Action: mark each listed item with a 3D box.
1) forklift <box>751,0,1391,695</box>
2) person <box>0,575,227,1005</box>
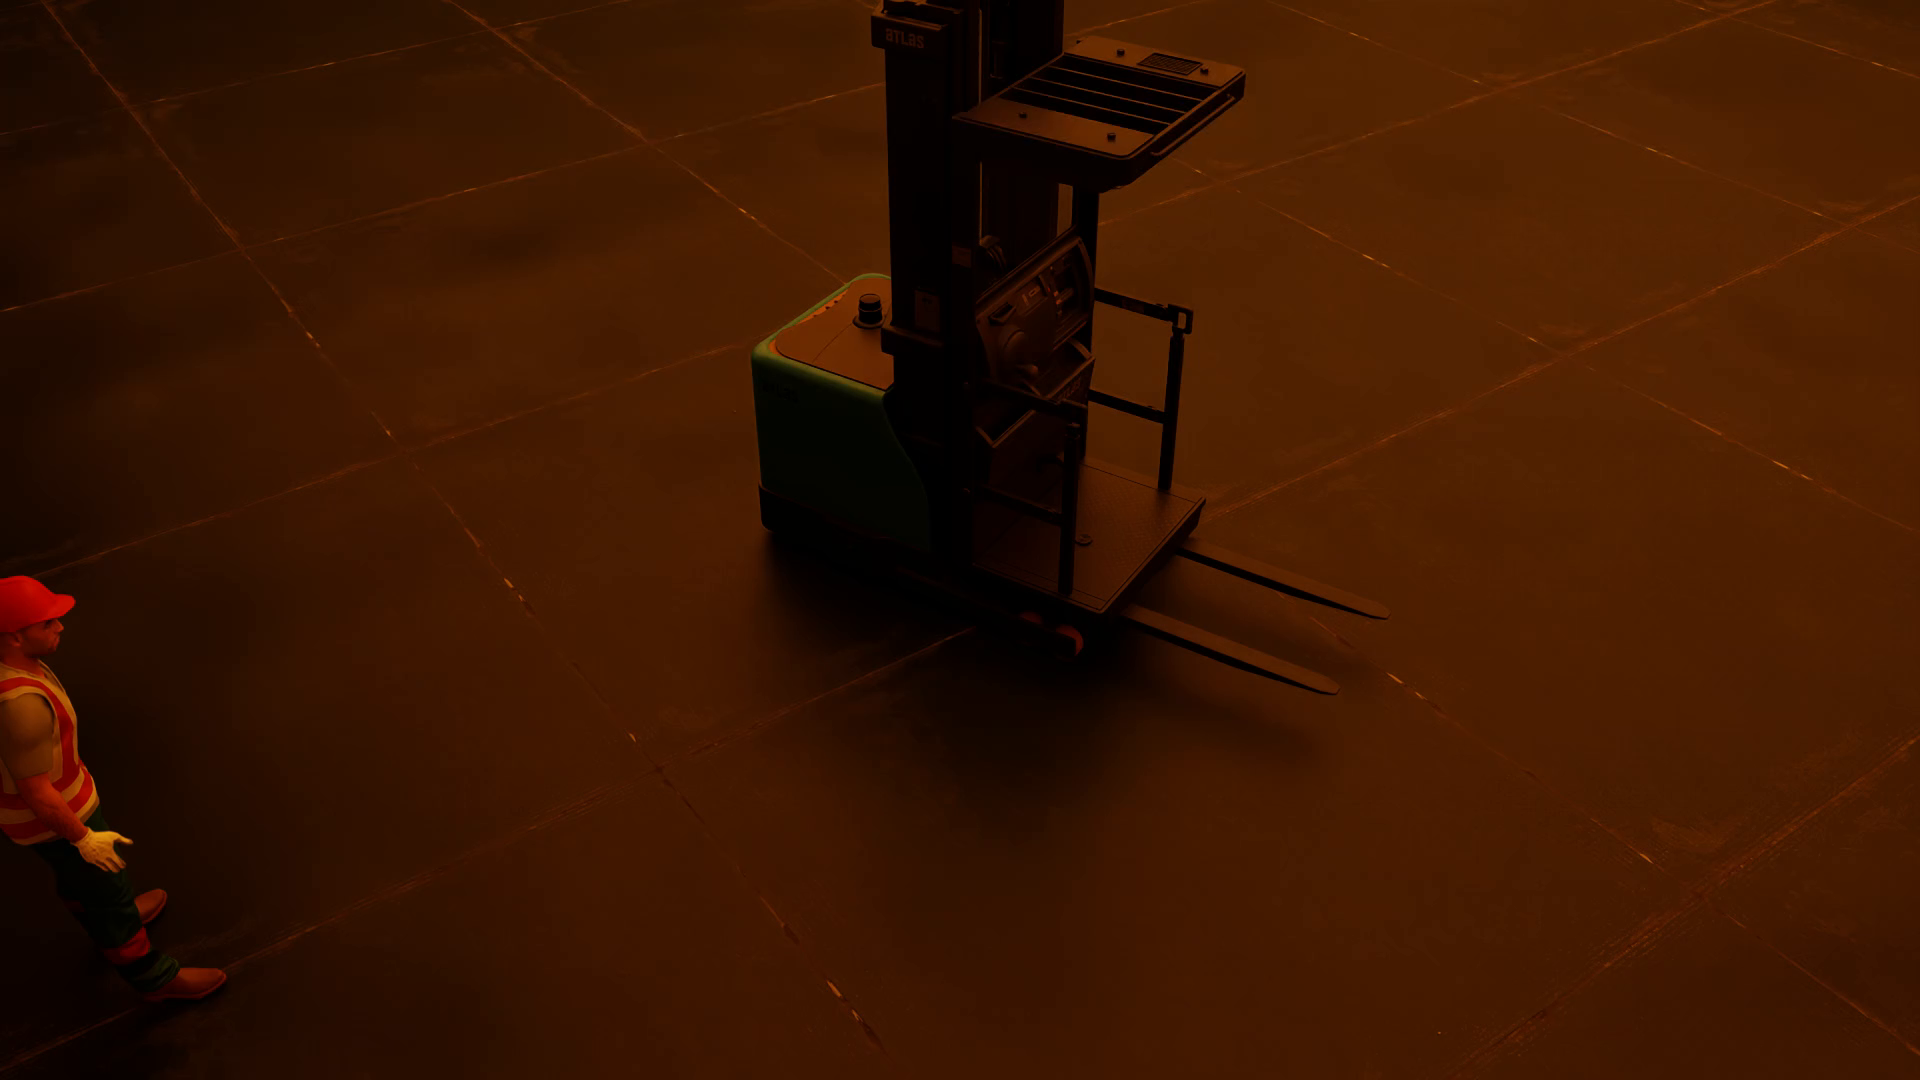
[{"bbox_3d":[0.514,-0.985,7.276,3.031,2.935,1.130,21,41,26],"label":"forklift"},{"bbox_3d":[-3.049,0.889,5.713,0.470,1.781,0.672,-25,43,-30],"label":"person"}]
